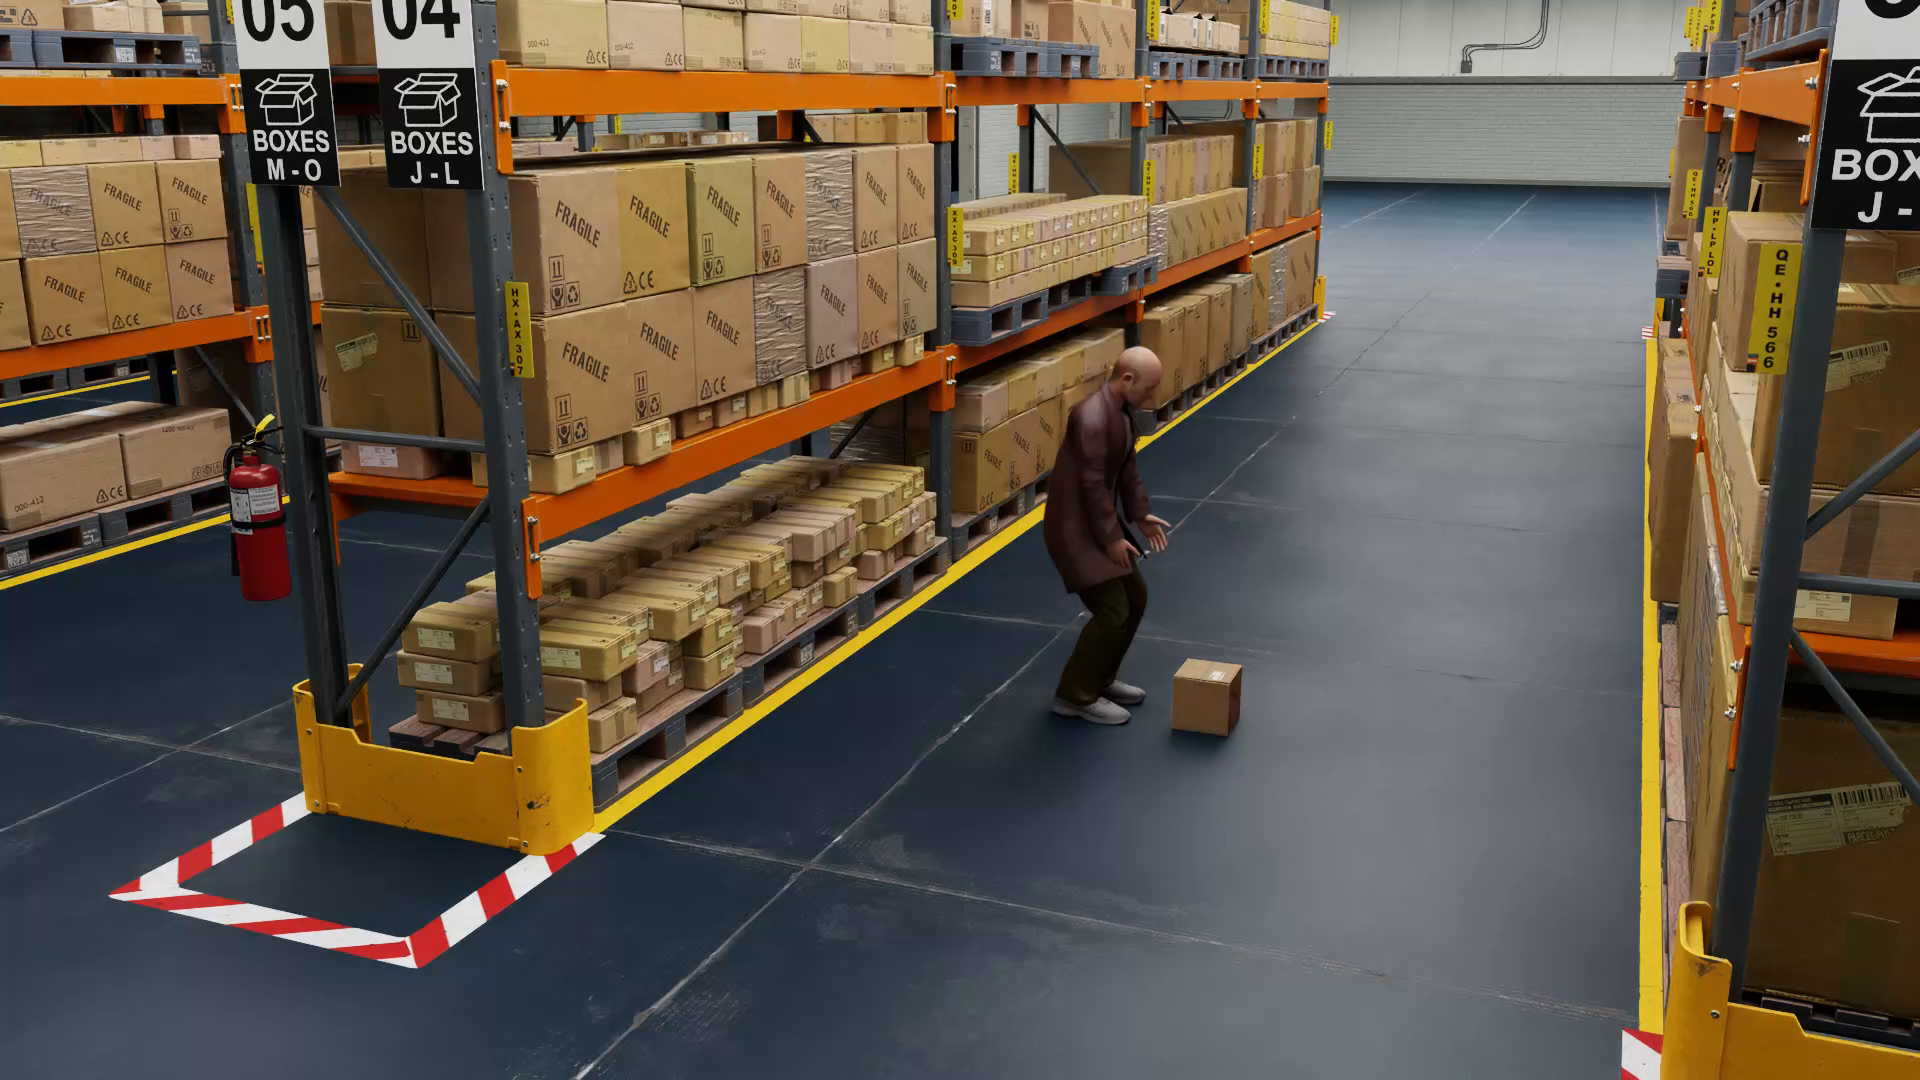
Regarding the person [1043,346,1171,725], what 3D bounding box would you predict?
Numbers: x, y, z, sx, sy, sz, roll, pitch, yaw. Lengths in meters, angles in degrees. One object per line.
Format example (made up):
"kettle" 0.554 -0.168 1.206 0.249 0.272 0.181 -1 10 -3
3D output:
"person" 0.642 -0.041 7.422 0.503 1.672 0.607 6 16 22
